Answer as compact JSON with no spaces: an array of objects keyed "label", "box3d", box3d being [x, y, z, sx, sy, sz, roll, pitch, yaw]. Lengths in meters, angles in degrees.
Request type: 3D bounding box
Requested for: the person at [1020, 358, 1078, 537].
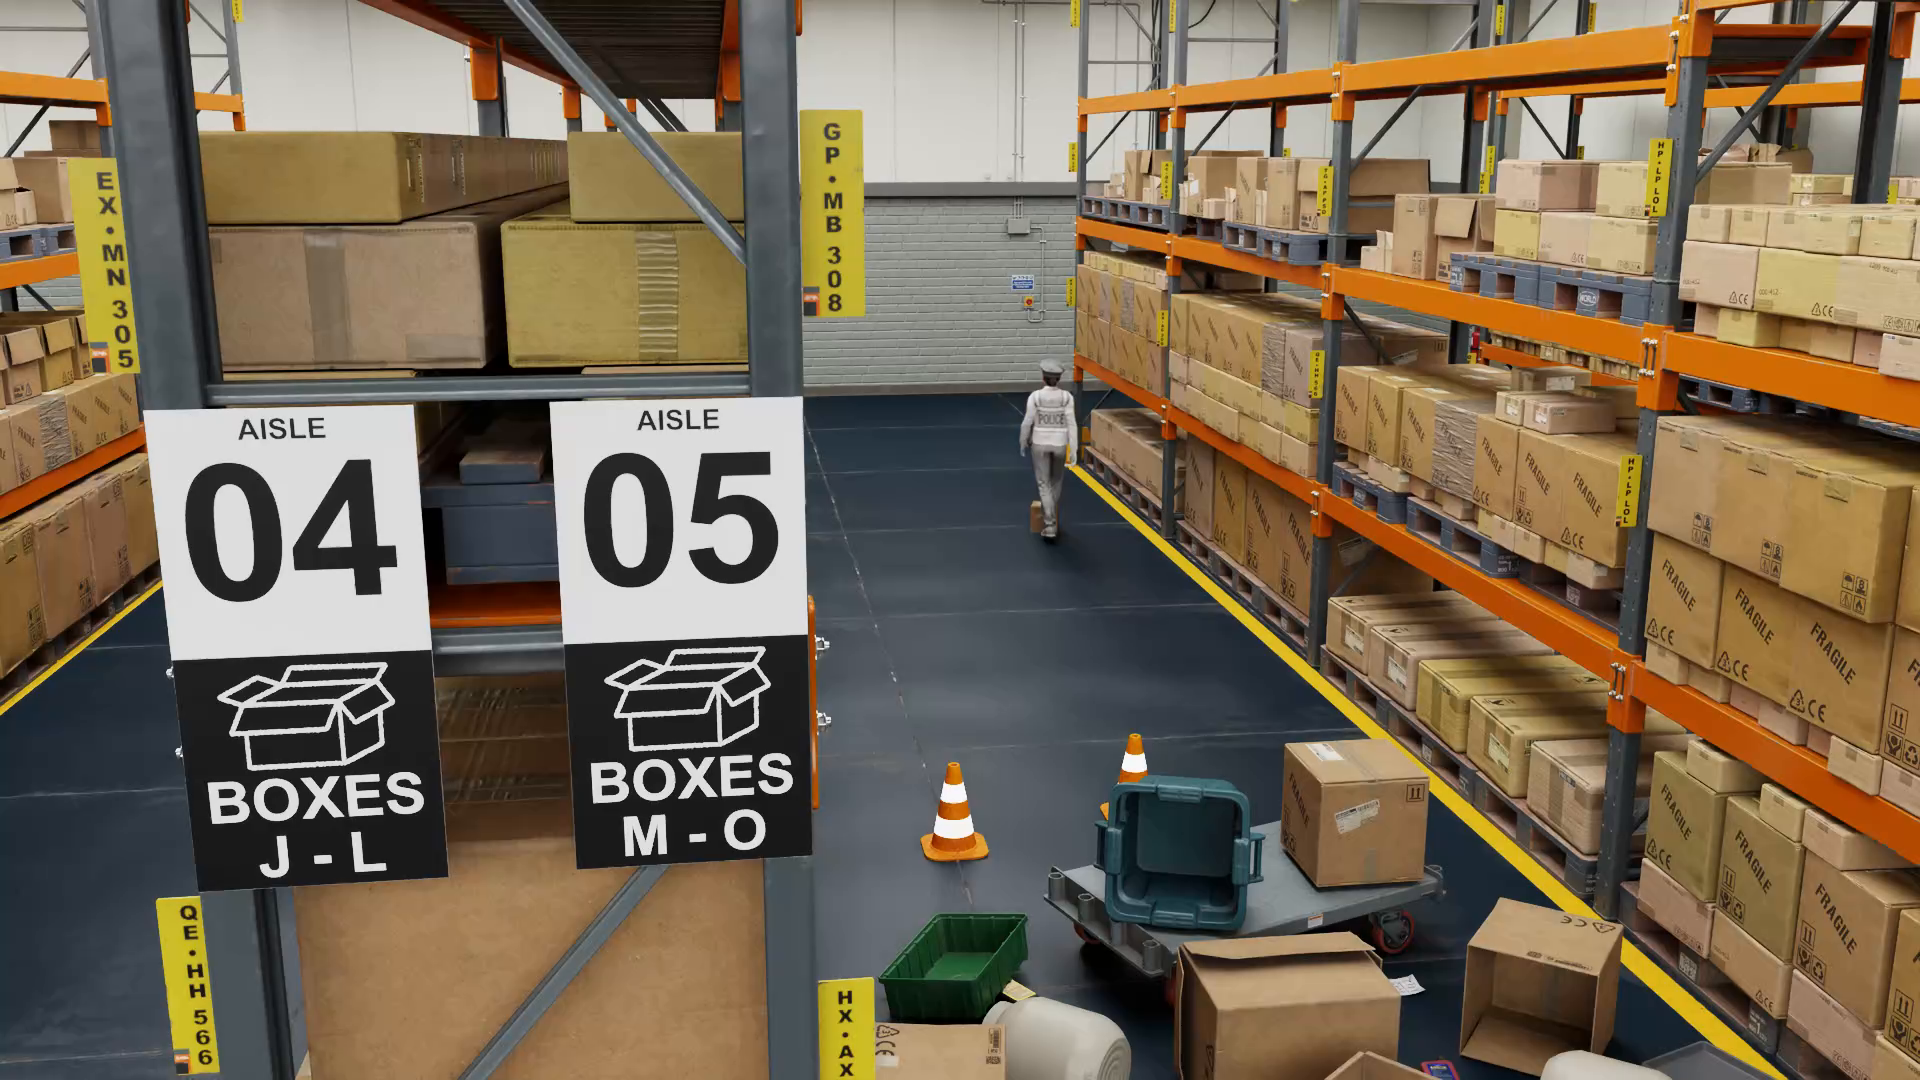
[{"label":"person","box3d":[0.812,-0.899,15.667,0.509,1.639,0.939,-2,13,-10]}]
